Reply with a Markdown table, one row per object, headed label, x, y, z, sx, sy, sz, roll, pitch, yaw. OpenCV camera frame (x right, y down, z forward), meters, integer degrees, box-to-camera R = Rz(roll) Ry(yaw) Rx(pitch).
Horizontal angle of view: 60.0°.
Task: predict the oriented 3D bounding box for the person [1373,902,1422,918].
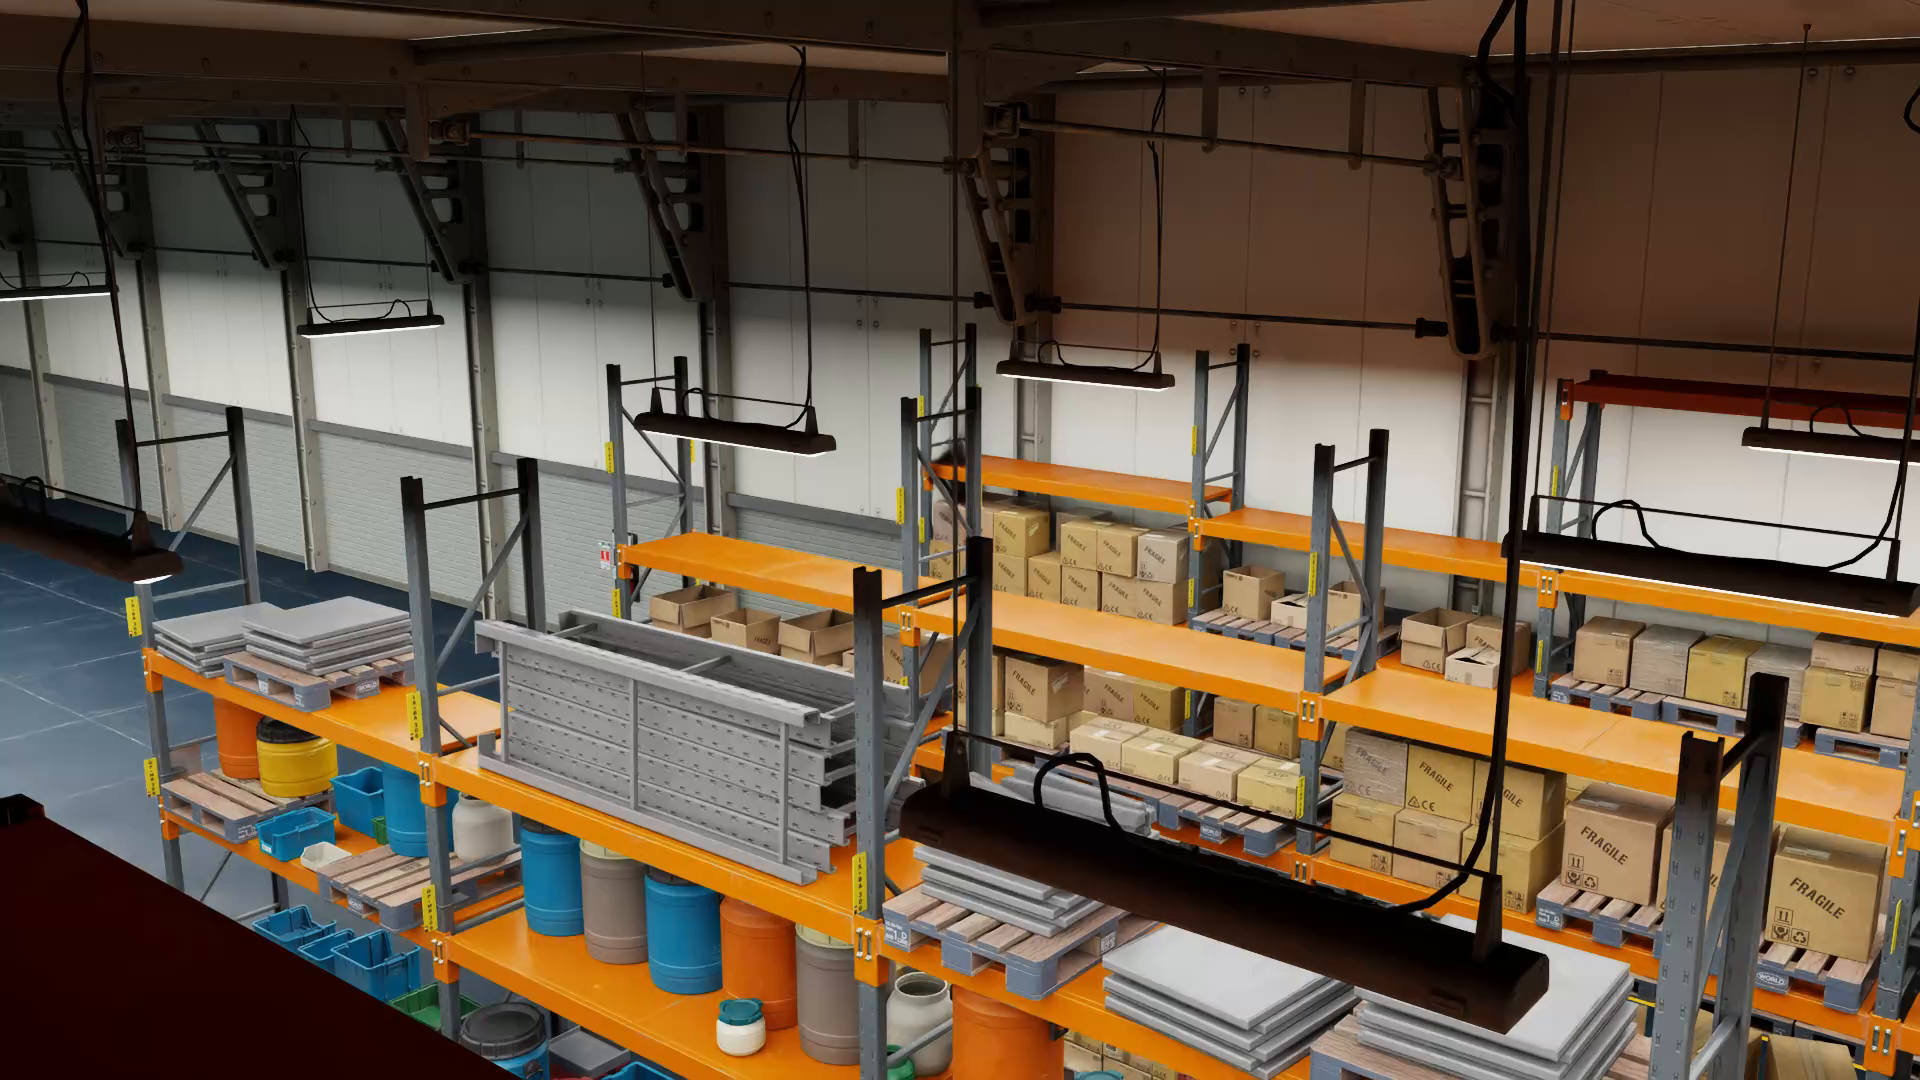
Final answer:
| label | x | y | z | sx | sy | sz | roll | pitch | yaw |
| --- | --- | --- | --- | --- | --- | --- | --- | --- | --- |
| person | 4.177 | 3.843 | 15.494 | 0.853 | 1.681 | 0.585 | 10 | 16 | 37 |
